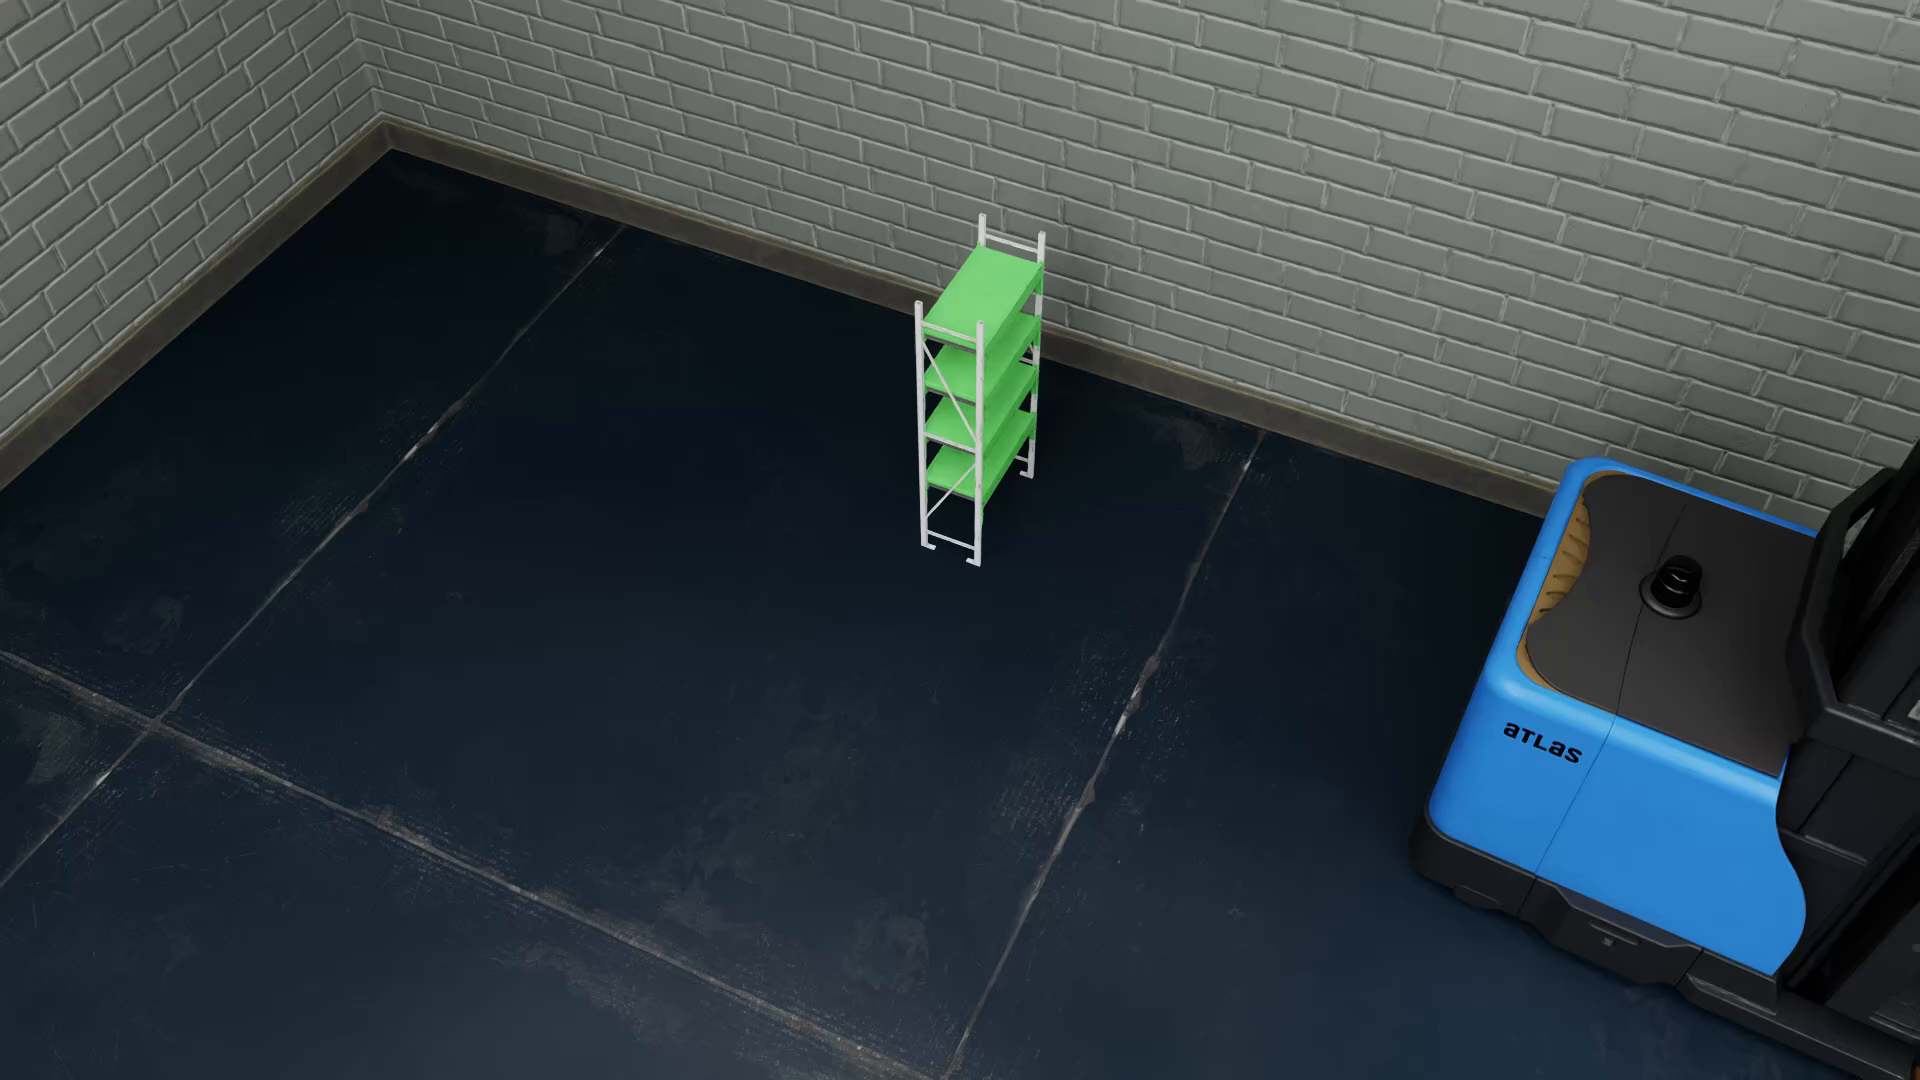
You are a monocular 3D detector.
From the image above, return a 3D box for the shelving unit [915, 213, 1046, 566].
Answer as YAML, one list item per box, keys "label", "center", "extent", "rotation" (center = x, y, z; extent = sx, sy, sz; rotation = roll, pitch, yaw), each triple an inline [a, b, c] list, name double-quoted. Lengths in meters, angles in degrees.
- label: "shelving unit"
  center: [0.071, -0.503, 5.890]
  extent: [0.258, 1.200, 0.503]
  rotation: [20, 52, 16]

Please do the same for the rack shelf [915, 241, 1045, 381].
- label: "rack shelf"
  center: [0.071, -0.772, 5.573]
  extent: [0.258, 0.148, 0.480]
  rotation: [20, 52, 16]

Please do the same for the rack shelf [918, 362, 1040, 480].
- label: "rack shelf"
  center: [0.071, -0.461, 5.939]
  extent: [0.258, 0.148, 0.480]
  rotation: [20, 52, 16]

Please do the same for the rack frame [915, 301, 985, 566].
- label: "rack frame"
  center: [-0.034, -0.335, 5.747]
  extent: [0.240, 1.200, 0.015]
  rotation: [20, 52, 16]

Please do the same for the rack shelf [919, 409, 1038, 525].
- label: "rack shelf"
  center: [0.071, -0.306, 6.121]
  extent: [0.258, 0.148, 0.480]
  rotation: [20, 52, 16]

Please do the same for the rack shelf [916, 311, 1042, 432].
- label: "rack shelf"
  center: [0.071, -0.617, 5.756]
  extent: [0.258, 0.148, 0.480]
  rotation: [20, 52, 16]

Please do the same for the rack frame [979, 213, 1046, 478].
- label: "rack frame"
  center: [0.175, -0.671, 6.033]
  extent: [0.240, 1.200, 0.015]
  rotation: [20, 52, 16]

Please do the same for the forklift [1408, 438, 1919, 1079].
- label: "forklift"
  center: [2.973, 0.327, 4.047]
  extent: [3.031, 2.935, 1.130]
  rotation: [22, 53, 18]
